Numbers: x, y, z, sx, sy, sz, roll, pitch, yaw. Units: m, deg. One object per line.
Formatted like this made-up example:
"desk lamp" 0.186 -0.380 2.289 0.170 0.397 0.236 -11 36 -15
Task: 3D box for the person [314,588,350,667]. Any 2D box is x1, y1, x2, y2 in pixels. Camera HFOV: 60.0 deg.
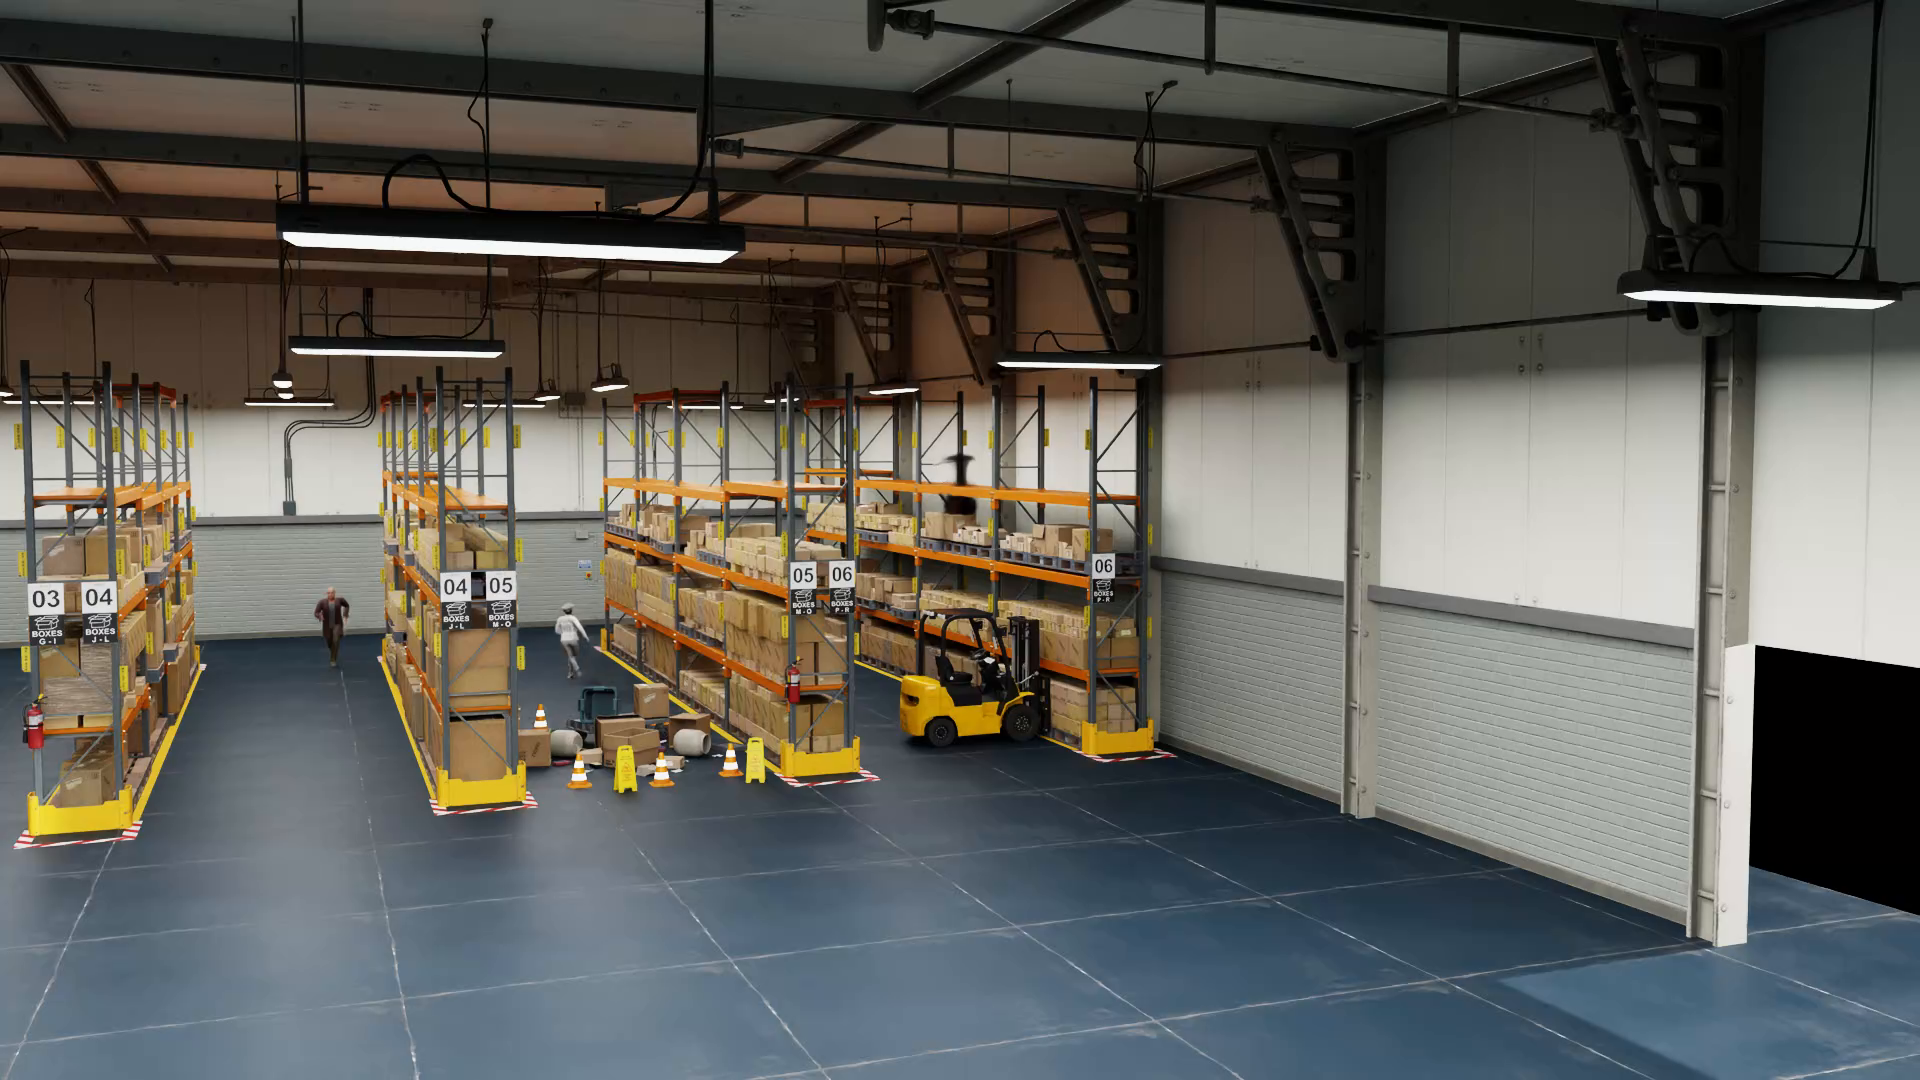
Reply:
"person" -13.944 1.914 36.934 0.721 1.742 1.049 -1 4 -14

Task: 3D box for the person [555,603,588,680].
"person" -8.116 2.139 34.682 0.715 1.627 0.613 0 3 -2
